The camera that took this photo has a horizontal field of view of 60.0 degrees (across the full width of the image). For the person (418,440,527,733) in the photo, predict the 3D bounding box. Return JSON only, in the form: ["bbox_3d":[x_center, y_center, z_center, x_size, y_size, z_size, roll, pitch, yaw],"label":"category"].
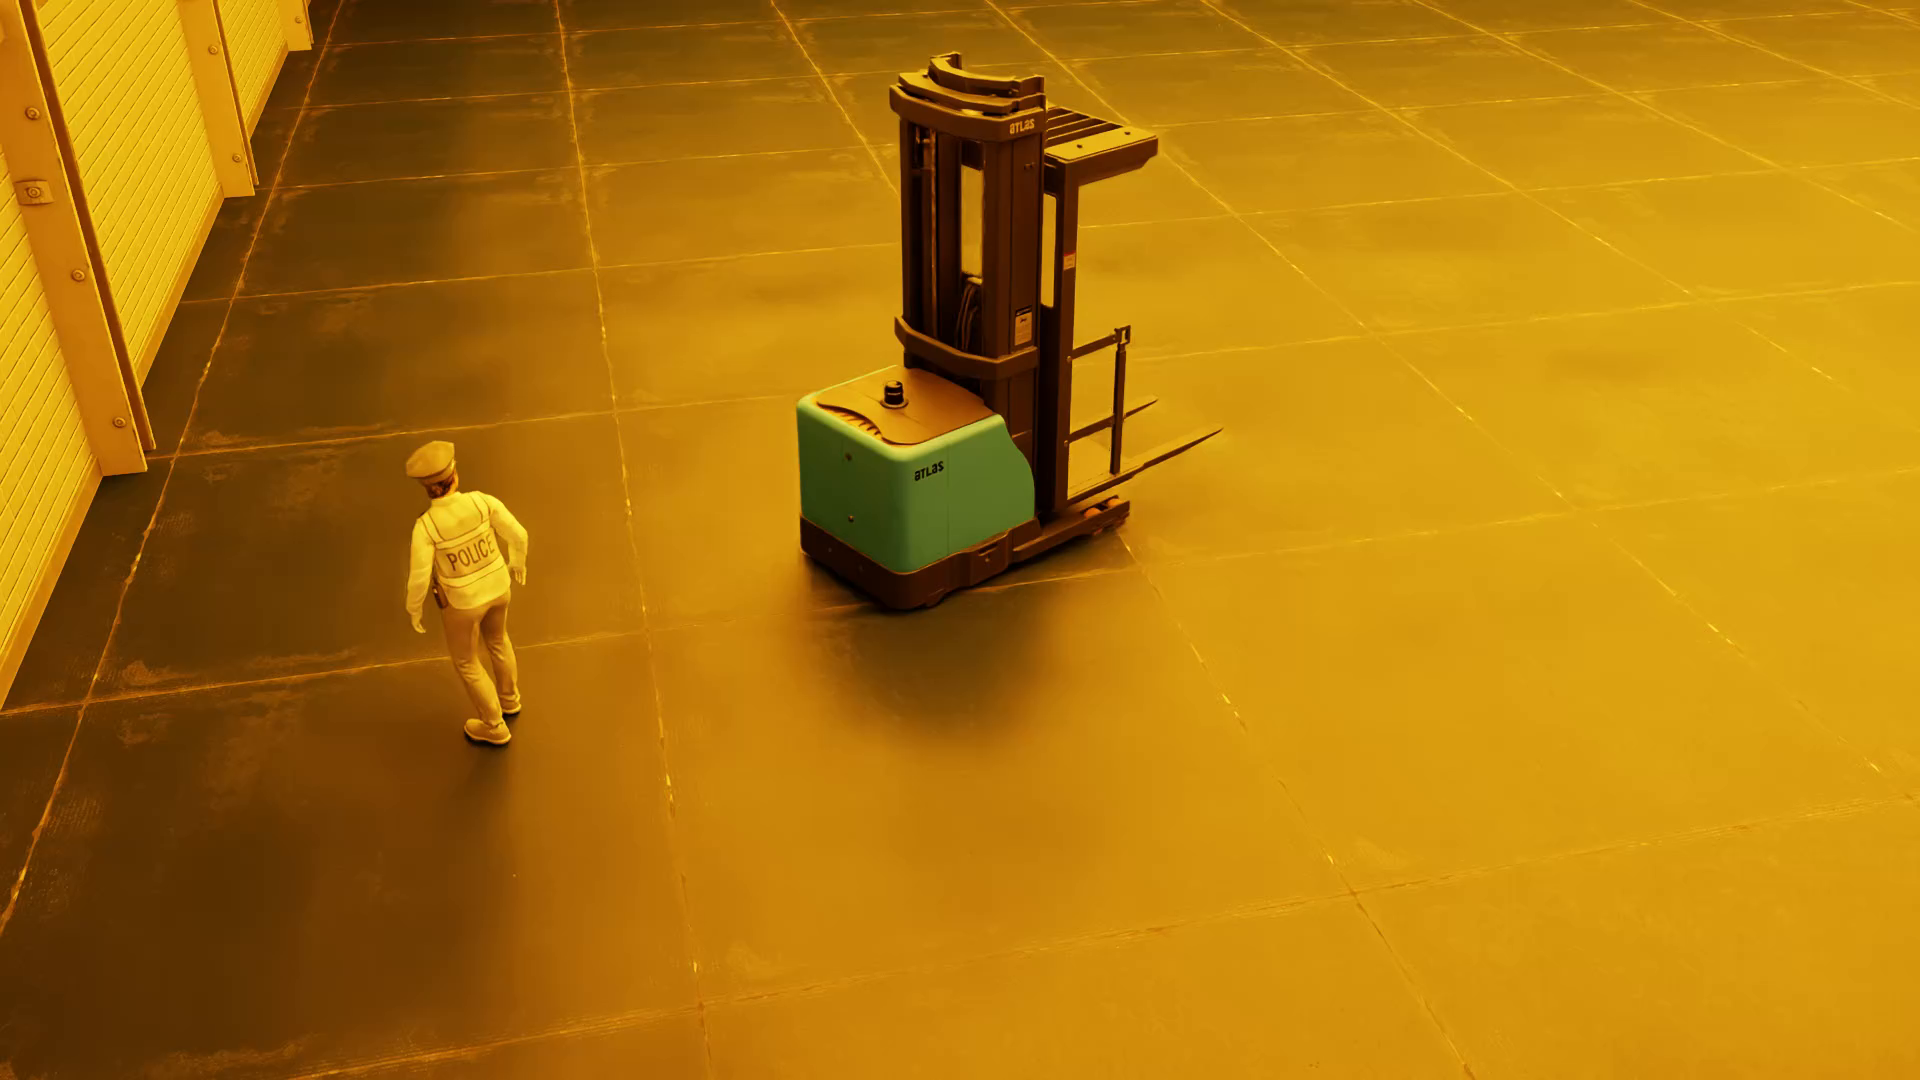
[{"bbox_3d":[-2.490,0.235,8.389,0.533,1.694,0.584,24,38,35],"label":"person"}]

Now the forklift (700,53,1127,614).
[{"bbox_3d":[-0.437,-1.459,10.094,3.031,2.935,1.130,24,38,35],"label":"forklift"}]
